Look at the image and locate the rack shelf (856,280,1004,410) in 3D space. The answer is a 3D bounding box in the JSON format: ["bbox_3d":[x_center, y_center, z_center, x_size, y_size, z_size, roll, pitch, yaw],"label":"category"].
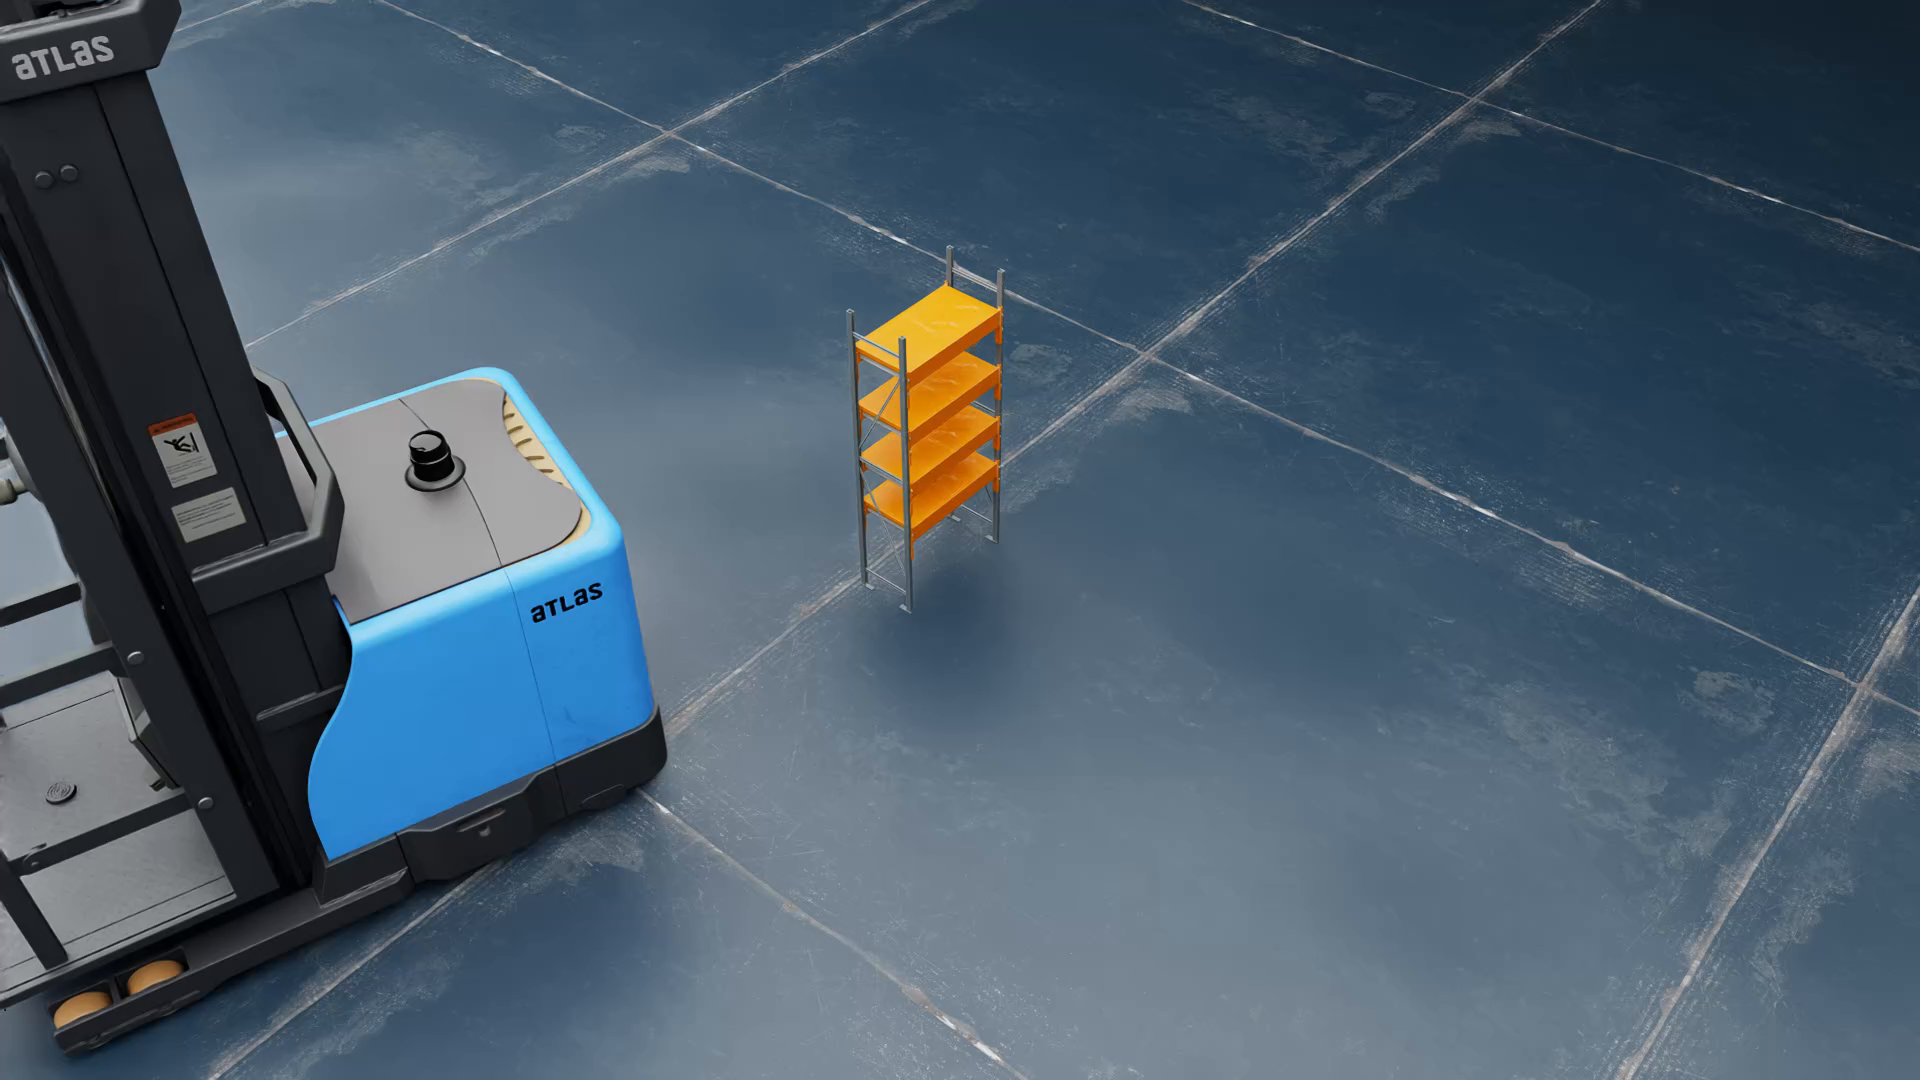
[{"bbox_3d":[-0.107,-0.649,5.488,0.258,0.148,0.480,29,50,28],"label":"rack shelf"}]

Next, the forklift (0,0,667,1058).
[{"bbox_3d":[-2.467,-0.063,4.140,3.031,2.935,1.130,-23,47,-23],"label":"forklift"}]

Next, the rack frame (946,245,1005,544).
[{"bbox_3d":[0.051,-0.484,5.891,0.240,1.200,0.015,29,50,28],"label":"rack frame"}]

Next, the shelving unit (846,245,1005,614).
[{"bbox_3d":[-0.107,-0.359,5.753,0.258,1.200,0.503,29,50,28],"label":"shelving unit"}]

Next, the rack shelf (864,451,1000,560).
[{"bbox_3d":[-0.107,-0.162,5.931,0.258,0.148,0.480,29,50,28],"label":"rack shelf"}]

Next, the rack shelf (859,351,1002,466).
[{"bbox_3d":[-0.107,-0.474,5.647,0.258,0.148,0.480,29,50,28],"label":"rack shelf"}]

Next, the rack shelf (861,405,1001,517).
[{"bbox_3d":[-0.107,-0.309,5.798,0.258,0.148,0.480,29,50,28],"label":"rack shelf"}]

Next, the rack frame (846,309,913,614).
[{"bbox_3d":[-0.264,-0.233,5.614,0.240,1.200,0.015,29,50,28],"label":"rack frame"}]
